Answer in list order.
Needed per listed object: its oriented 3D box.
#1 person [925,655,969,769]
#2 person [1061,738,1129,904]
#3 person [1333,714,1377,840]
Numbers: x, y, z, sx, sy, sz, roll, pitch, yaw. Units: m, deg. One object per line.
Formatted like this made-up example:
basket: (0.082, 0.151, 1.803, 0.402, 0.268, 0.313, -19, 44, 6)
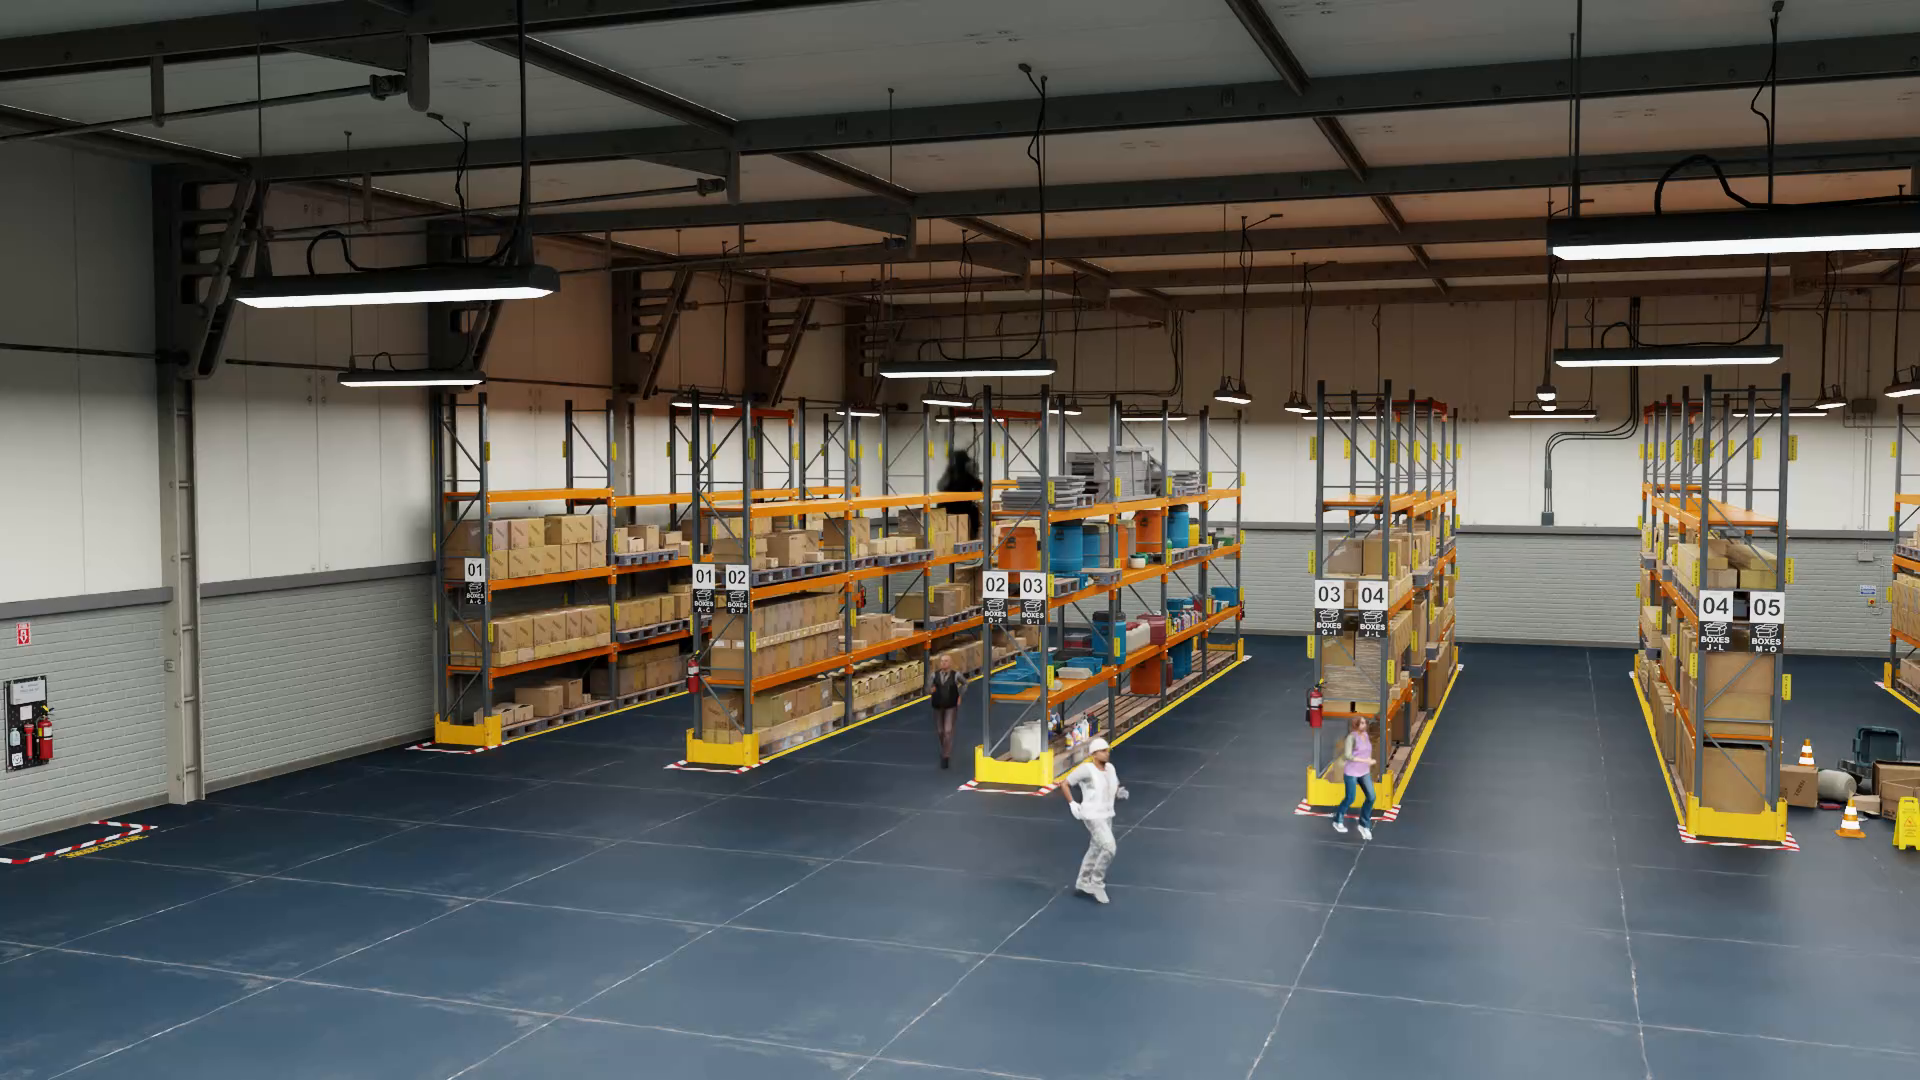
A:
person: (-0.237, 2.710, 26.502, 0.652, 1.746, 0.844, 1, 3, 16)
person: (1.568, 3.123, 18.552, 0.695, 1.815, 0.669, 2, 4, 39)
person: (5.148, 3.069, 21.523, 0.558, 1.653, 0.711, -2, 4, -33)
